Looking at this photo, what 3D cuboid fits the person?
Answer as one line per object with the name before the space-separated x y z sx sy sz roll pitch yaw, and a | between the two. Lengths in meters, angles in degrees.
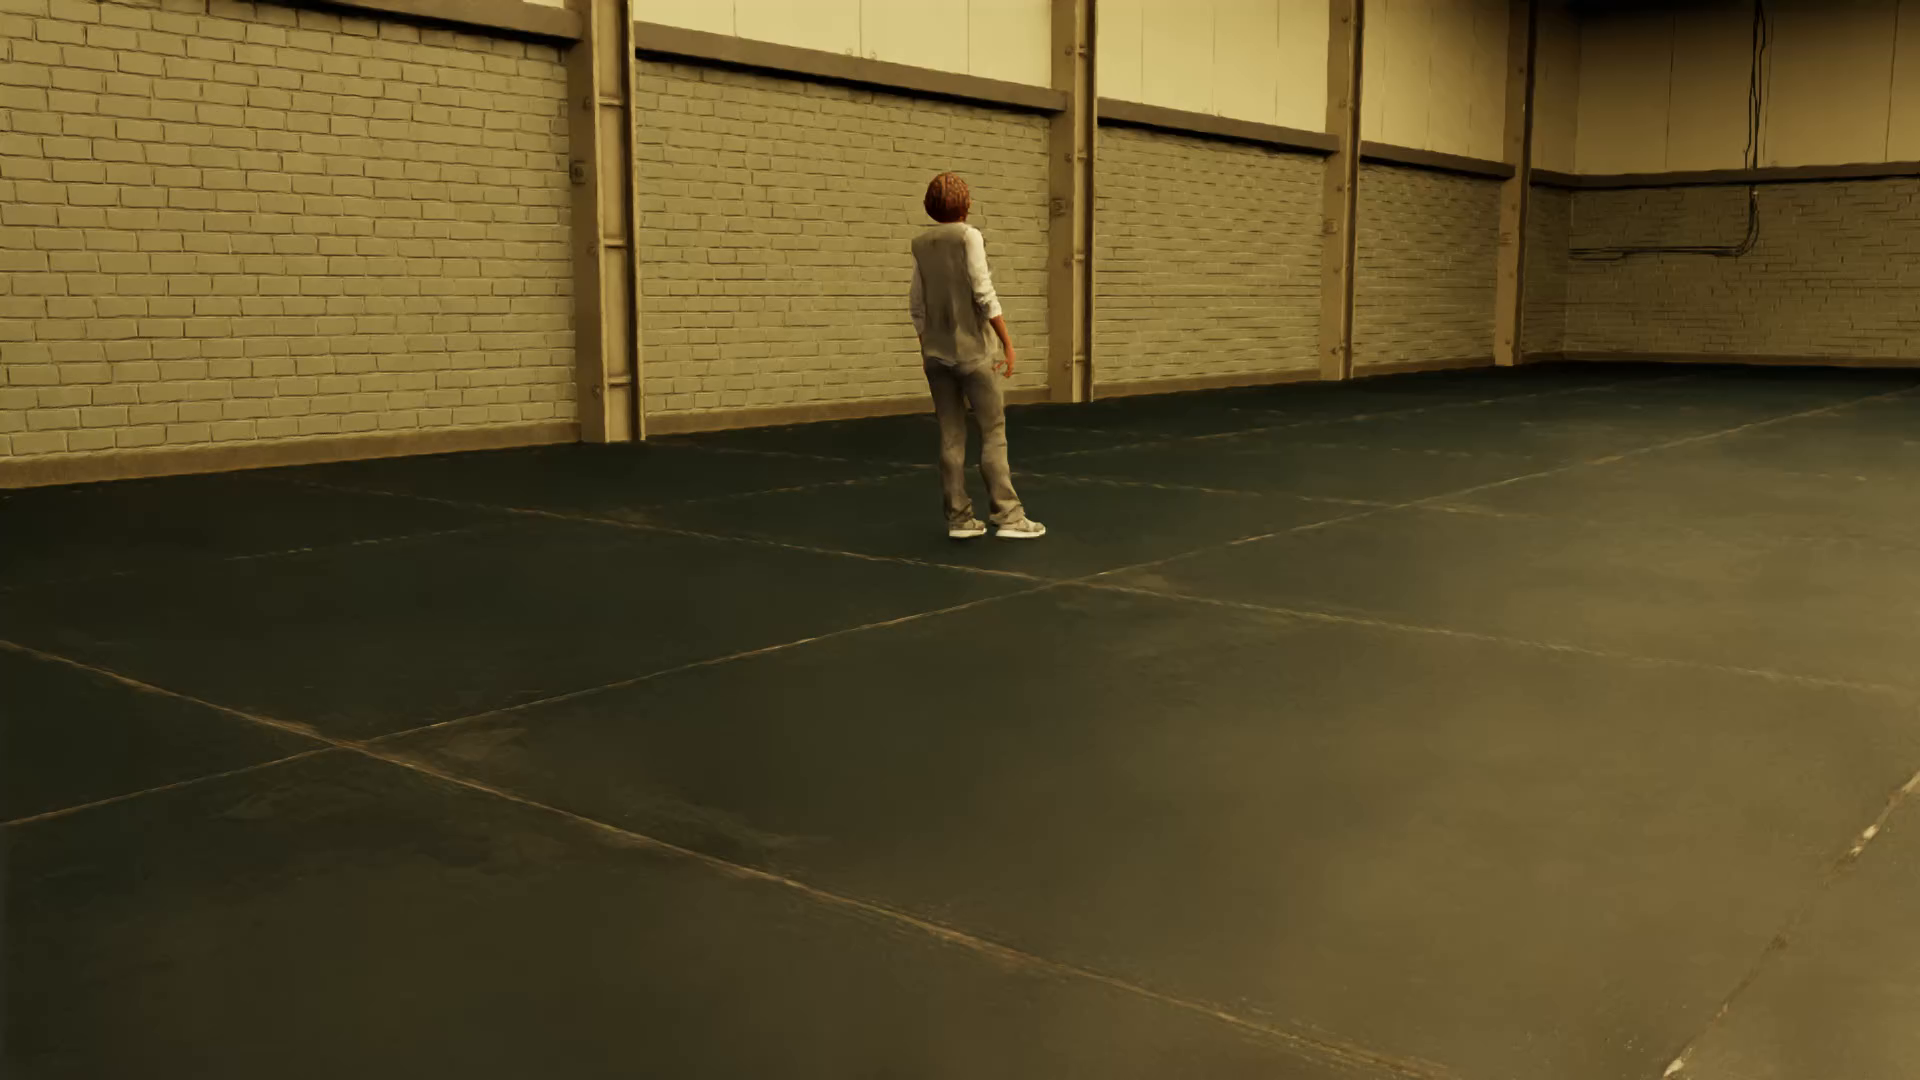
person | 0.057 -0.804 7.337 0.521 1.597 0.474 7 11 38
